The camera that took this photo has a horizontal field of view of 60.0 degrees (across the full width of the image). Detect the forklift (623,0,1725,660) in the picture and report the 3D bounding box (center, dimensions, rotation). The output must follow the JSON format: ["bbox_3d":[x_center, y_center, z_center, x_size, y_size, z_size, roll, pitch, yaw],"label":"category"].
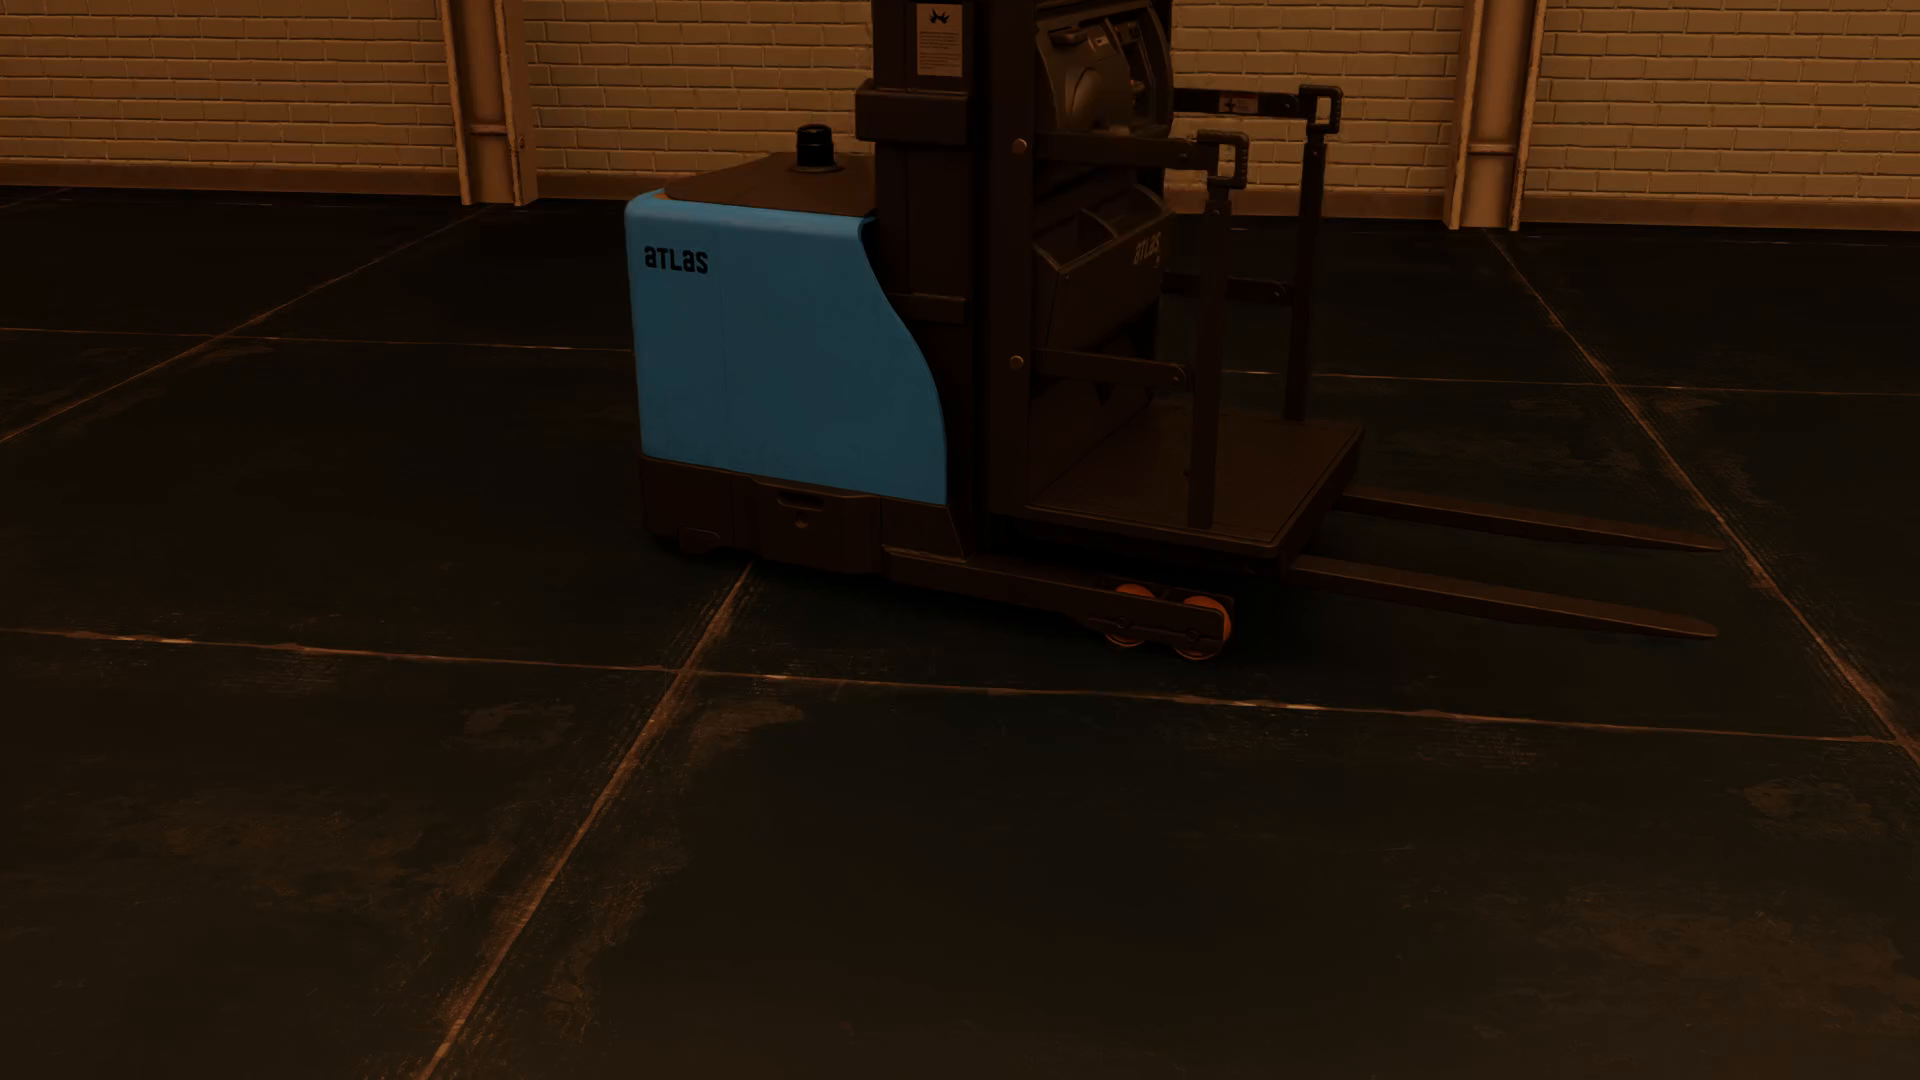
[{"bbox_3d":[0.583,-1.268,4.403,3.031,2.935,1.130,10,24,23],"label":"forklift"}]
